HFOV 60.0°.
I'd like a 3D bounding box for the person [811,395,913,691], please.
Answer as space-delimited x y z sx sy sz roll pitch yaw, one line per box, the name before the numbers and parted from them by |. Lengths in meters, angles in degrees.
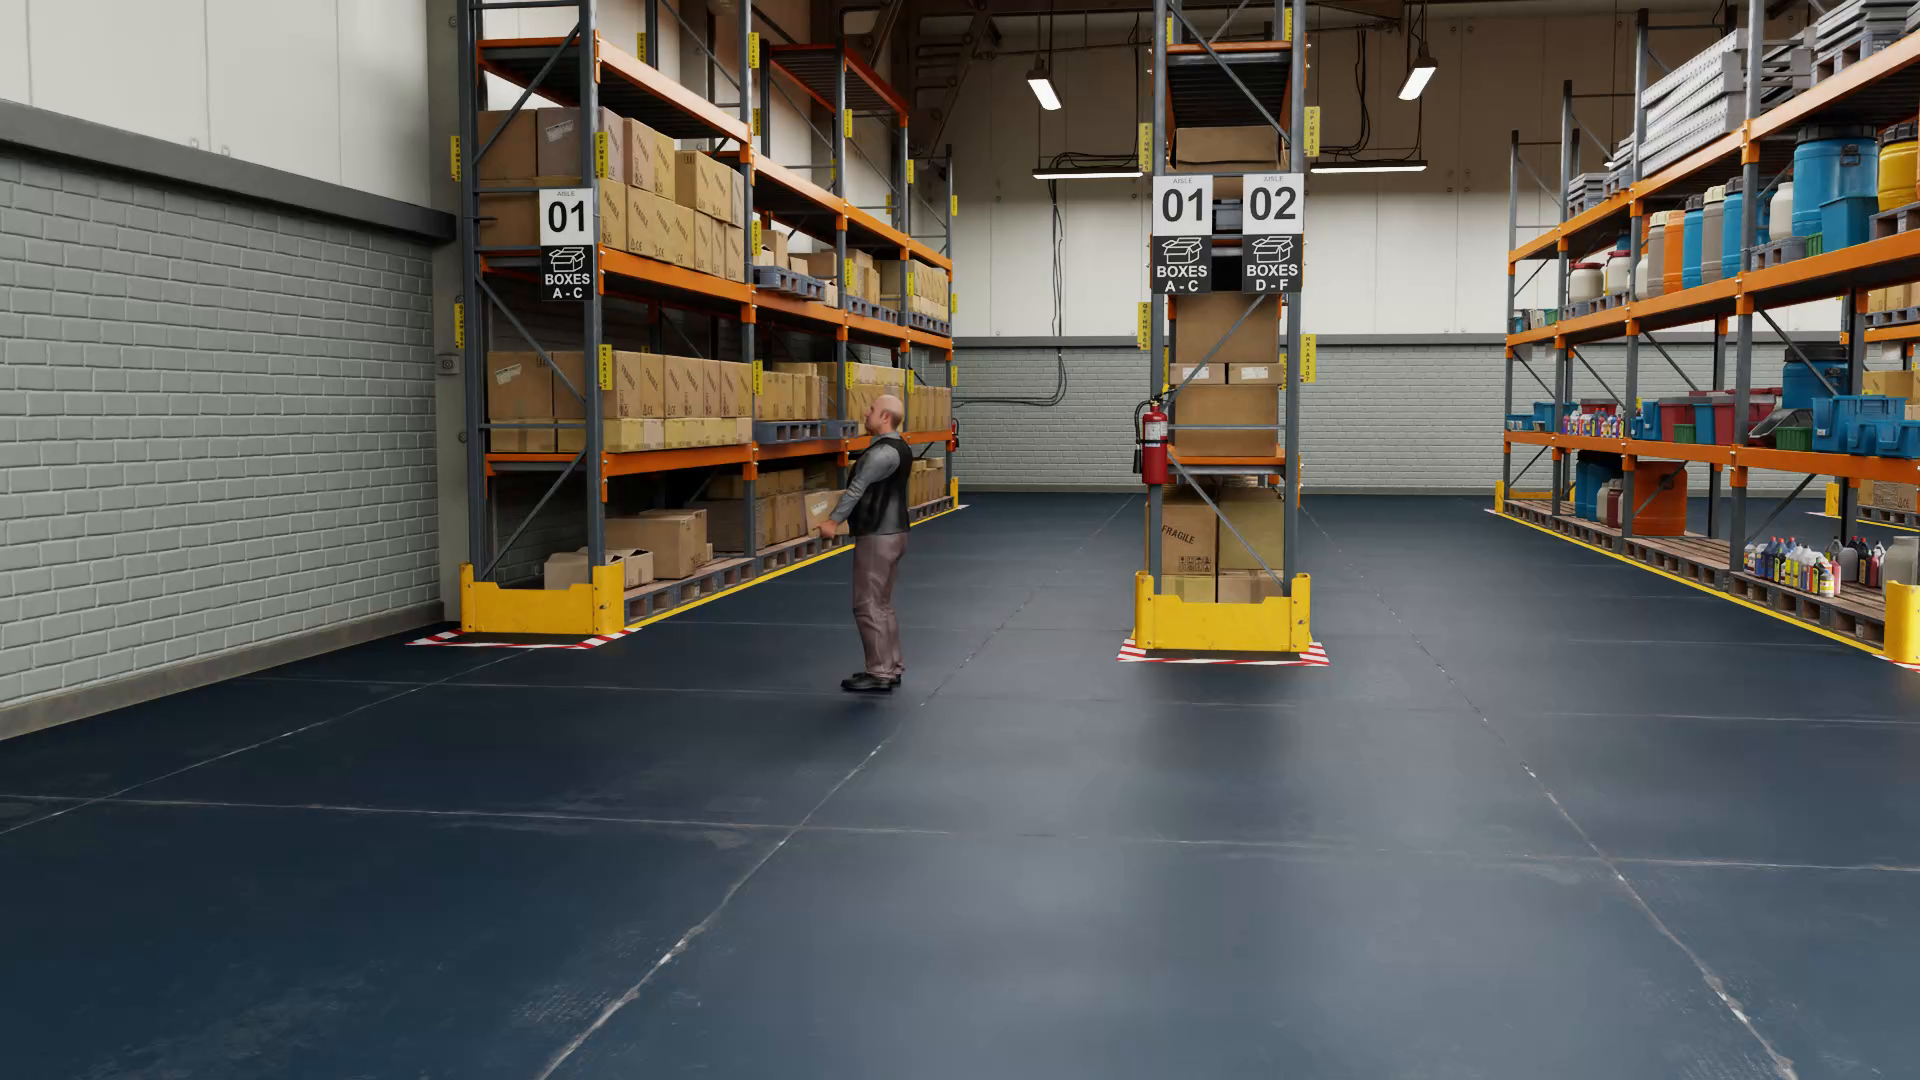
person | -0.573 0.010 9.727 0.560 1.711 0.494 1 4 9
